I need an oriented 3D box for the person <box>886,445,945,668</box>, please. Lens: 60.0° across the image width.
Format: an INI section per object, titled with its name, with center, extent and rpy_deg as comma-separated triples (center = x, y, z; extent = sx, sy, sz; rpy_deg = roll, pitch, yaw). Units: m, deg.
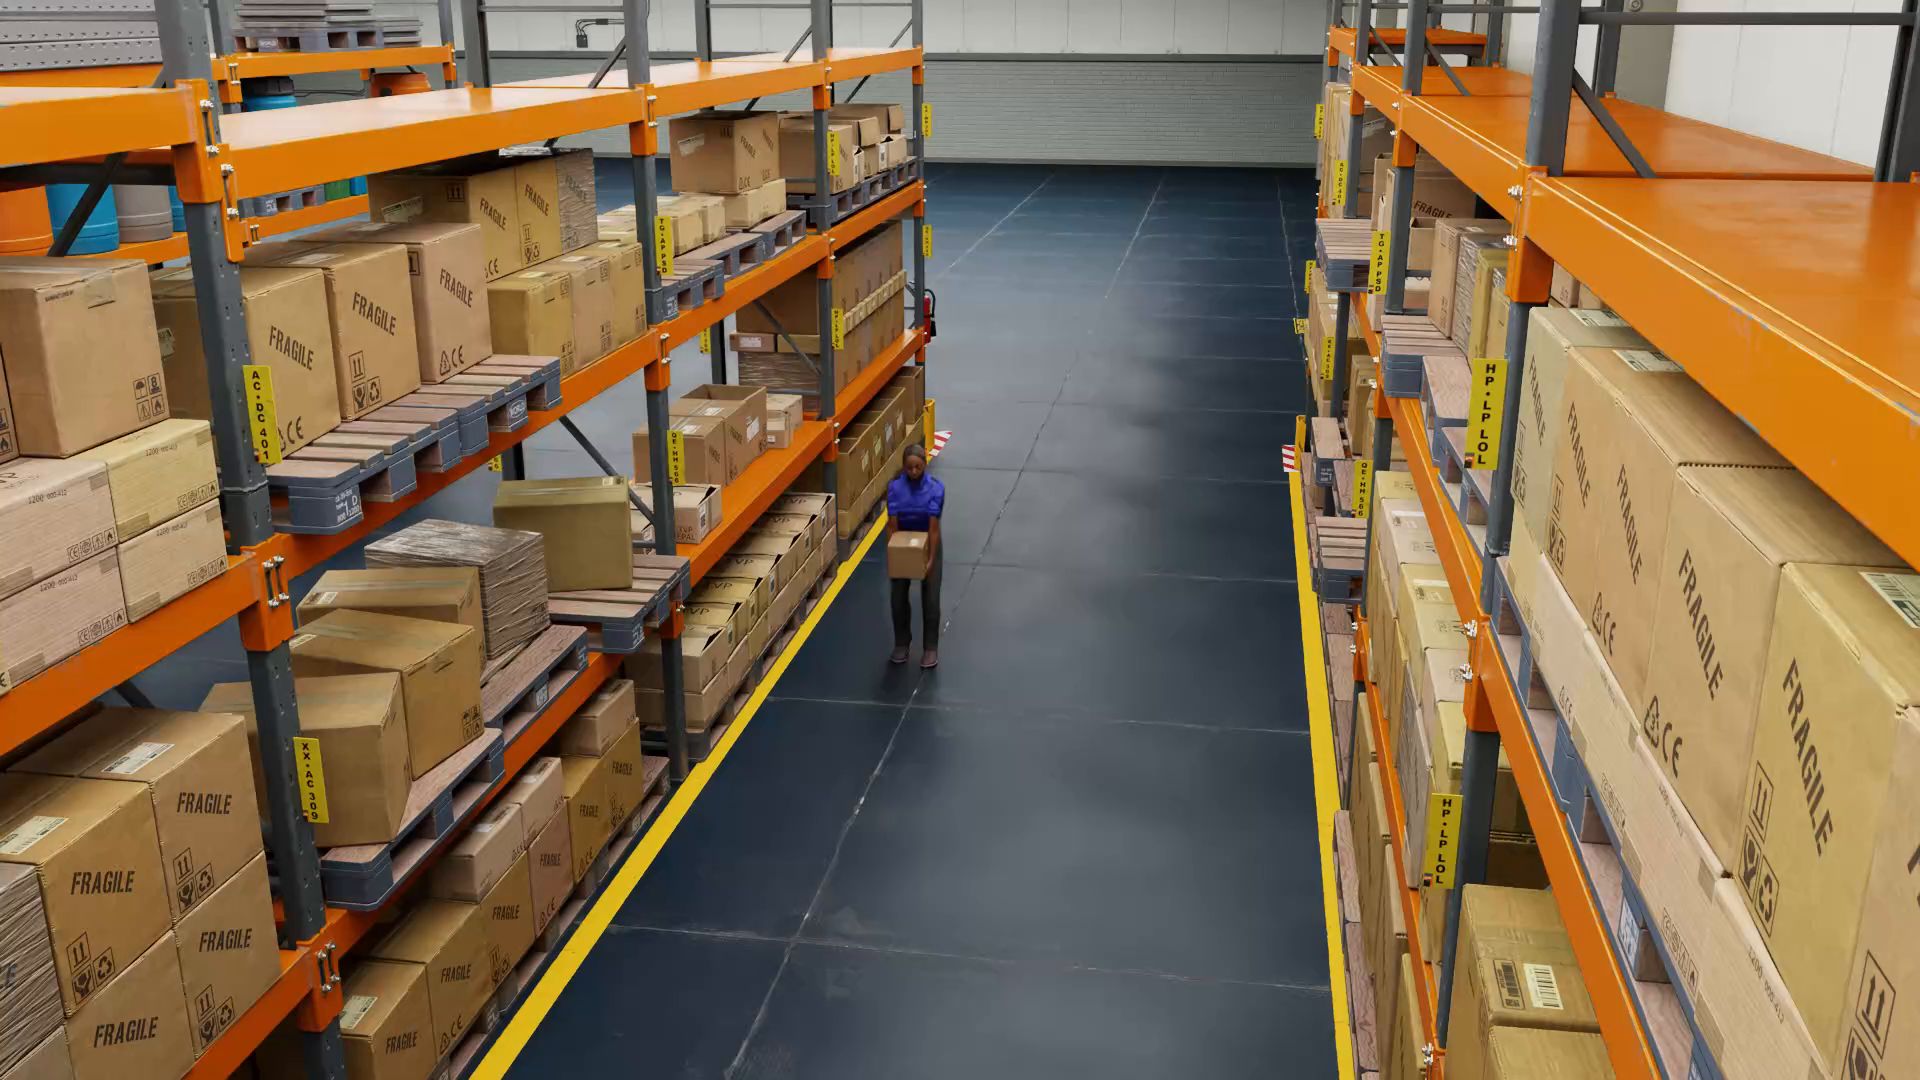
[person]
center = -0.314, 0.106, 11.786
extent = 0.410, 1.637, 0.533
rpy_deg = 3, 18, 9
